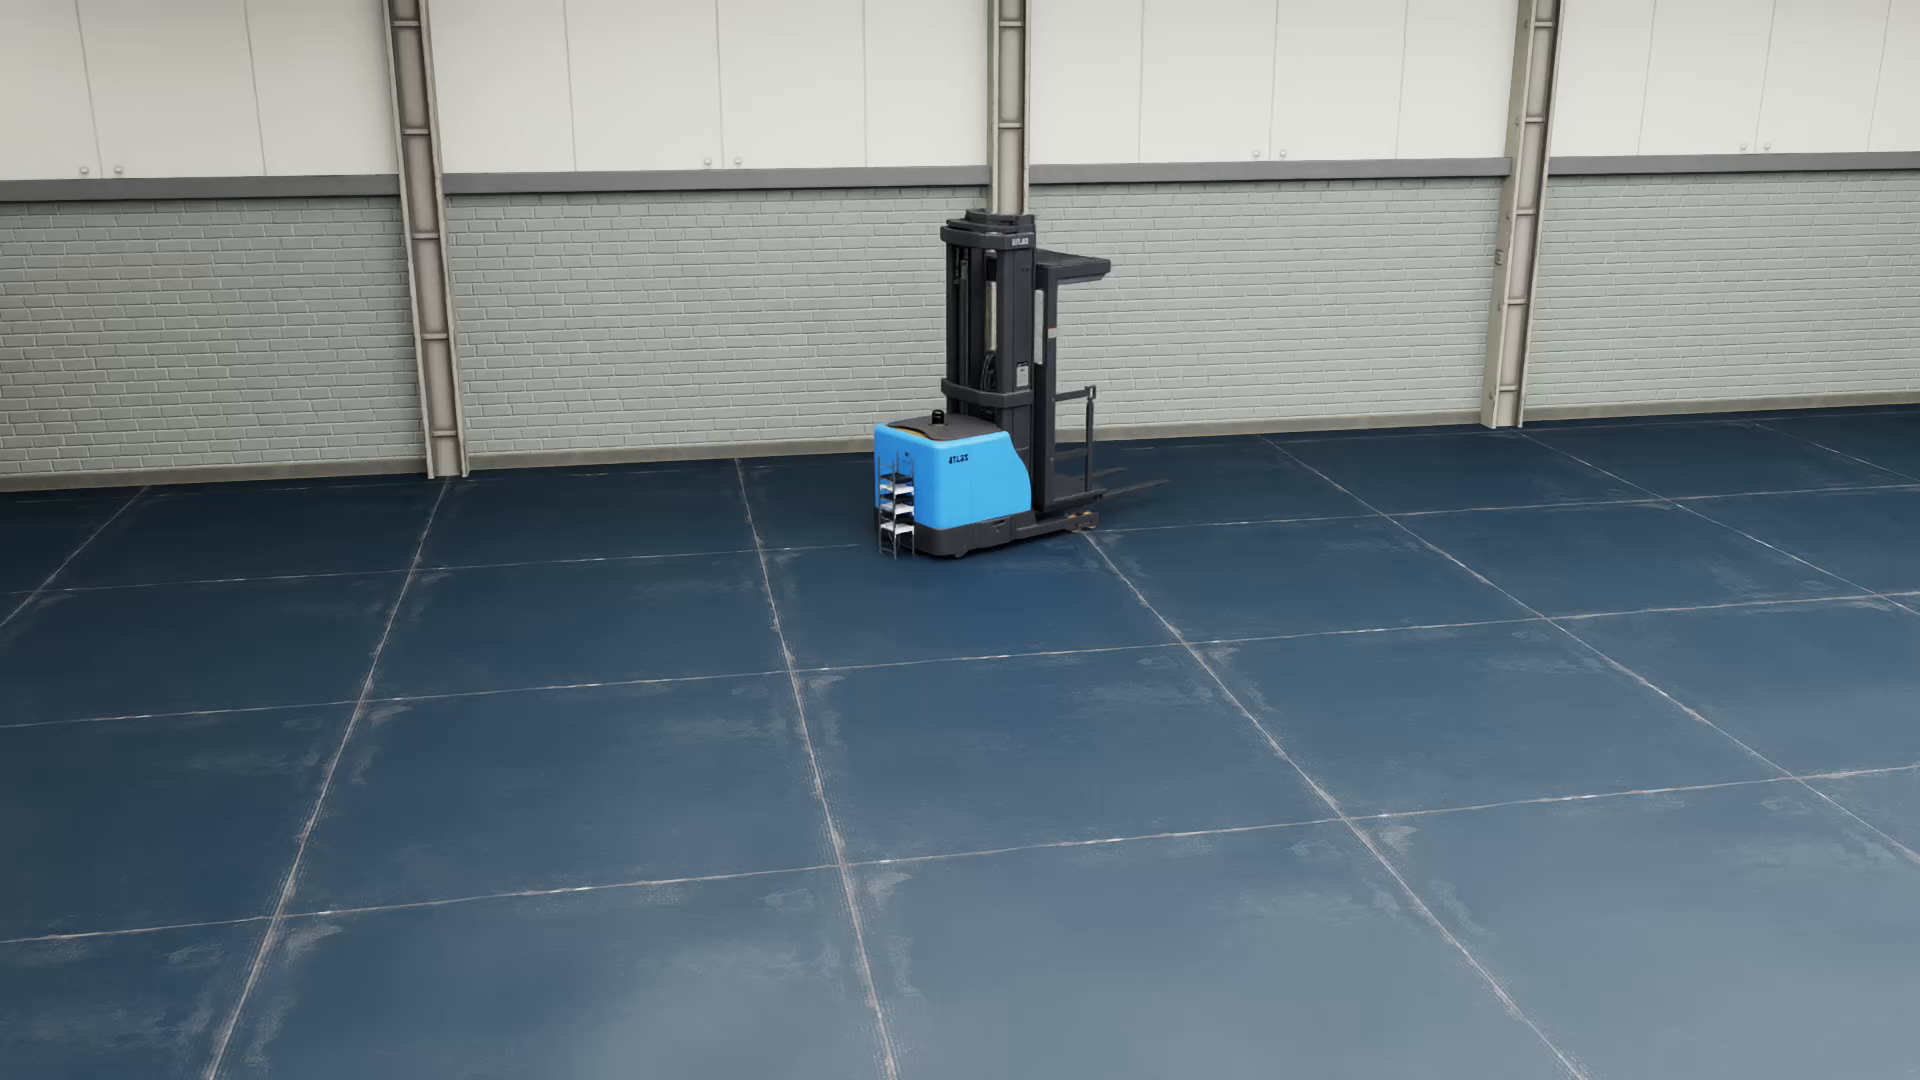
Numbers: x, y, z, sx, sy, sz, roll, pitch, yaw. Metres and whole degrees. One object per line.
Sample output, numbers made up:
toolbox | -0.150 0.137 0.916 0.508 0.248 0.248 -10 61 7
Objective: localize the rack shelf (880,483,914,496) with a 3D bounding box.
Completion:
rack shelf | -0.564 -0.440 14.650 0.200 0.077 0.258 -13 21 -36

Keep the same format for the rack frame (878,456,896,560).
rack frame | -0.644 -0.281 14.633 0.006 0.900 0.240 -13 21 -36

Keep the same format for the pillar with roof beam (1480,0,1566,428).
pillar with roof beam | 7.218 -4.425 14.329 0.400 9.000 9.100 -3 17 -10

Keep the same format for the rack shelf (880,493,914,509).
rack shelf | -0.564 -0.354 14.676 0.200 0.077 0.258 -13 21 -36

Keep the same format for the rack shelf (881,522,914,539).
rack shelf | -0.564 -0.096 14.755 0.200 0.077 0.258 -13 21 -36

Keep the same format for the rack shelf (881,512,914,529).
rack shelf | -0.564 -0.182 14.729 0.200 0.077 0.258 -13 21 -36

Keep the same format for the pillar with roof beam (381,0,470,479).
pillar with roof beam | -4.564 -3.756 12.153 0.400 9.000 9.100 -3 17 -10

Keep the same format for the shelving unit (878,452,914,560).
shelving unit | -0.564 -0.300 14.693 0.210 0.900 0.258 -13 21 -36

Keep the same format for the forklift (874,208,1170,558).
forklift | 0.682 -1.576 15.390 3.031 2.935 1.130 -13 21 -36

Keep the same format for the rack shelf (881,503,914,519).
rack shelf | -0.564 -0.268 14.702 0.200 0.077 0.258 -13 21 -36

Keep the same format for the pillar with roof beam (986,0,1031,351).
pillar with roof beam | 1.327 -4.090 13.241 0.400 9.000 9.100 -3 17 -10

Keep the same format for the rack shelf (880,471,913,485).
rack shelf | -0.564 -0.526 14.623 0.200 0.077 0.258 -13 21 -36

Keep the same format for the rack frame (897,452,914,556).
rack frame | -0.484 -0.318 14.753 0.006 0.900 0.240 -13 21 -36
